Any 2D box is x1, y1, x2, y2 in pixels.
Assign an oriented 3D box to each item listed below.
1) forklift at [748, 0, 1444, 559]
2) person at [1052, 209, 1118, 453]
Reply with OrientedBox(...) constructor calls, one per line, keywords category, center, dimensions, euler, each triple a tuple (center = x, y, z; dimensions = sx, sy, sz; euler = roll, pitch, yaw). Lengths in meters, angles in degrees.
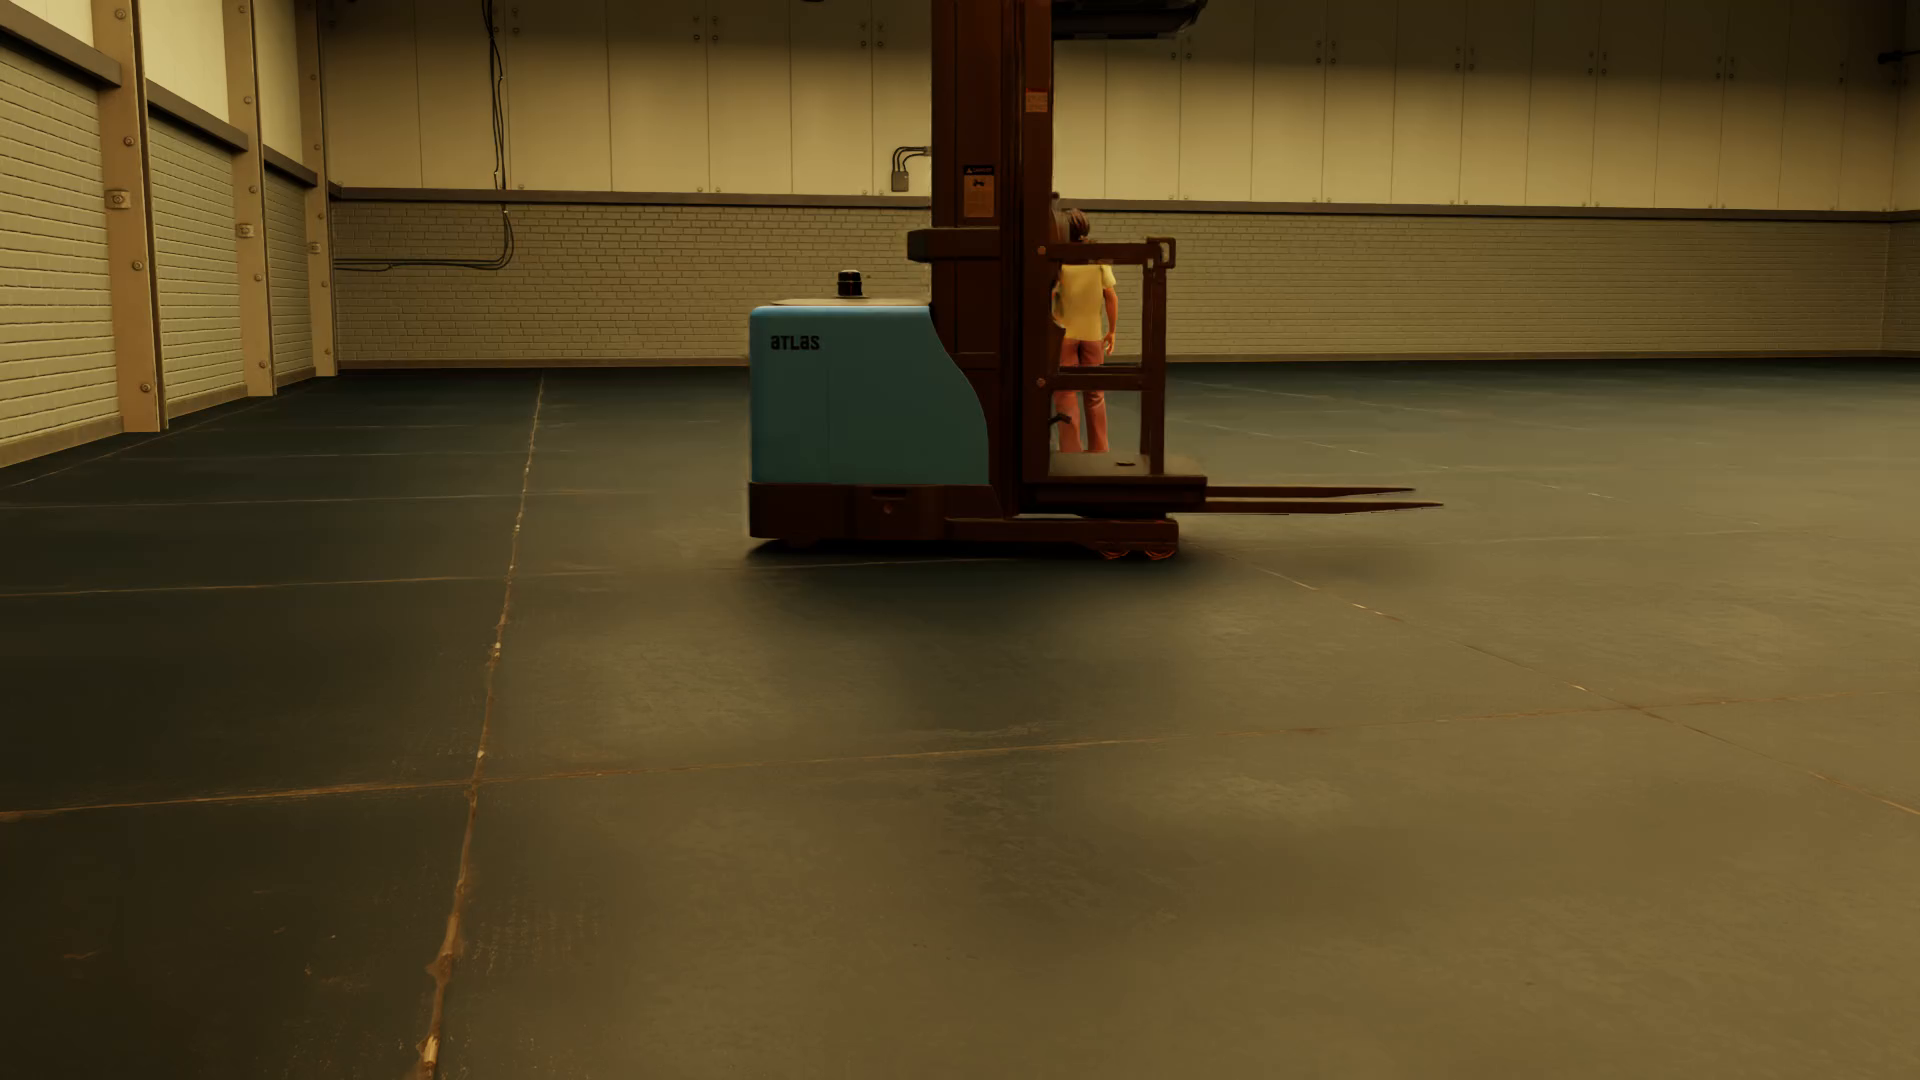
OrientedBox(category="forklift", center=(0.609, -1.446, 7.466), dimensions=(3.031, 2.935, 1.130), euler=(1, 8, 4))
OrientedBox(category="person", center=(0.725, -1.257, 10.646), dimensions=(0.545, 1.666, 0.541), euler=(-2, 8, -12))
